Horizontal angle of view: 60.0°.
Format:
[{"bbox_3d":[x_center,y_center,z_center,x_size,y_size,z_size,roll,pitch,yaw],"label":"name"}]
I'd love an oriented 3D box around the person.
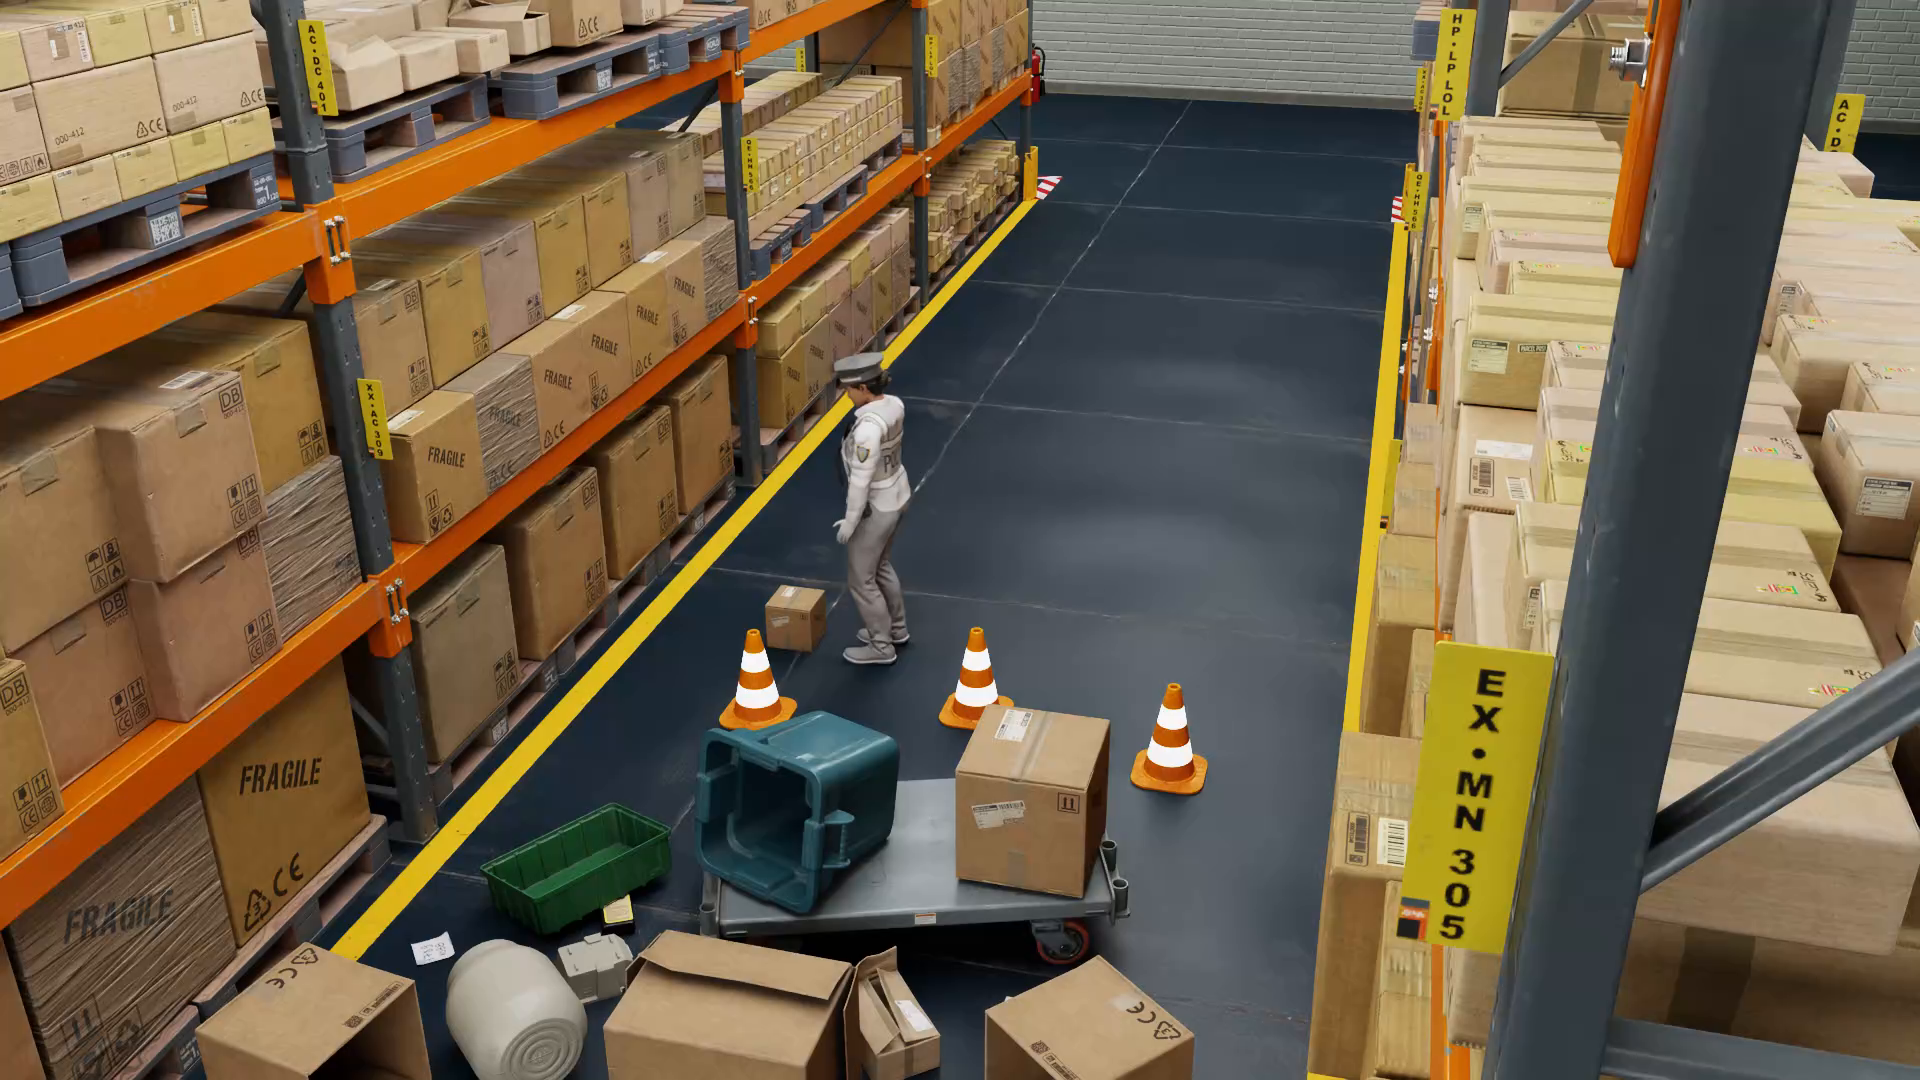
[{"bbox_3d":[-0.443,-0.146,8.439,0.352,1.660,0.479,7,26,14],"label":"person"}]
